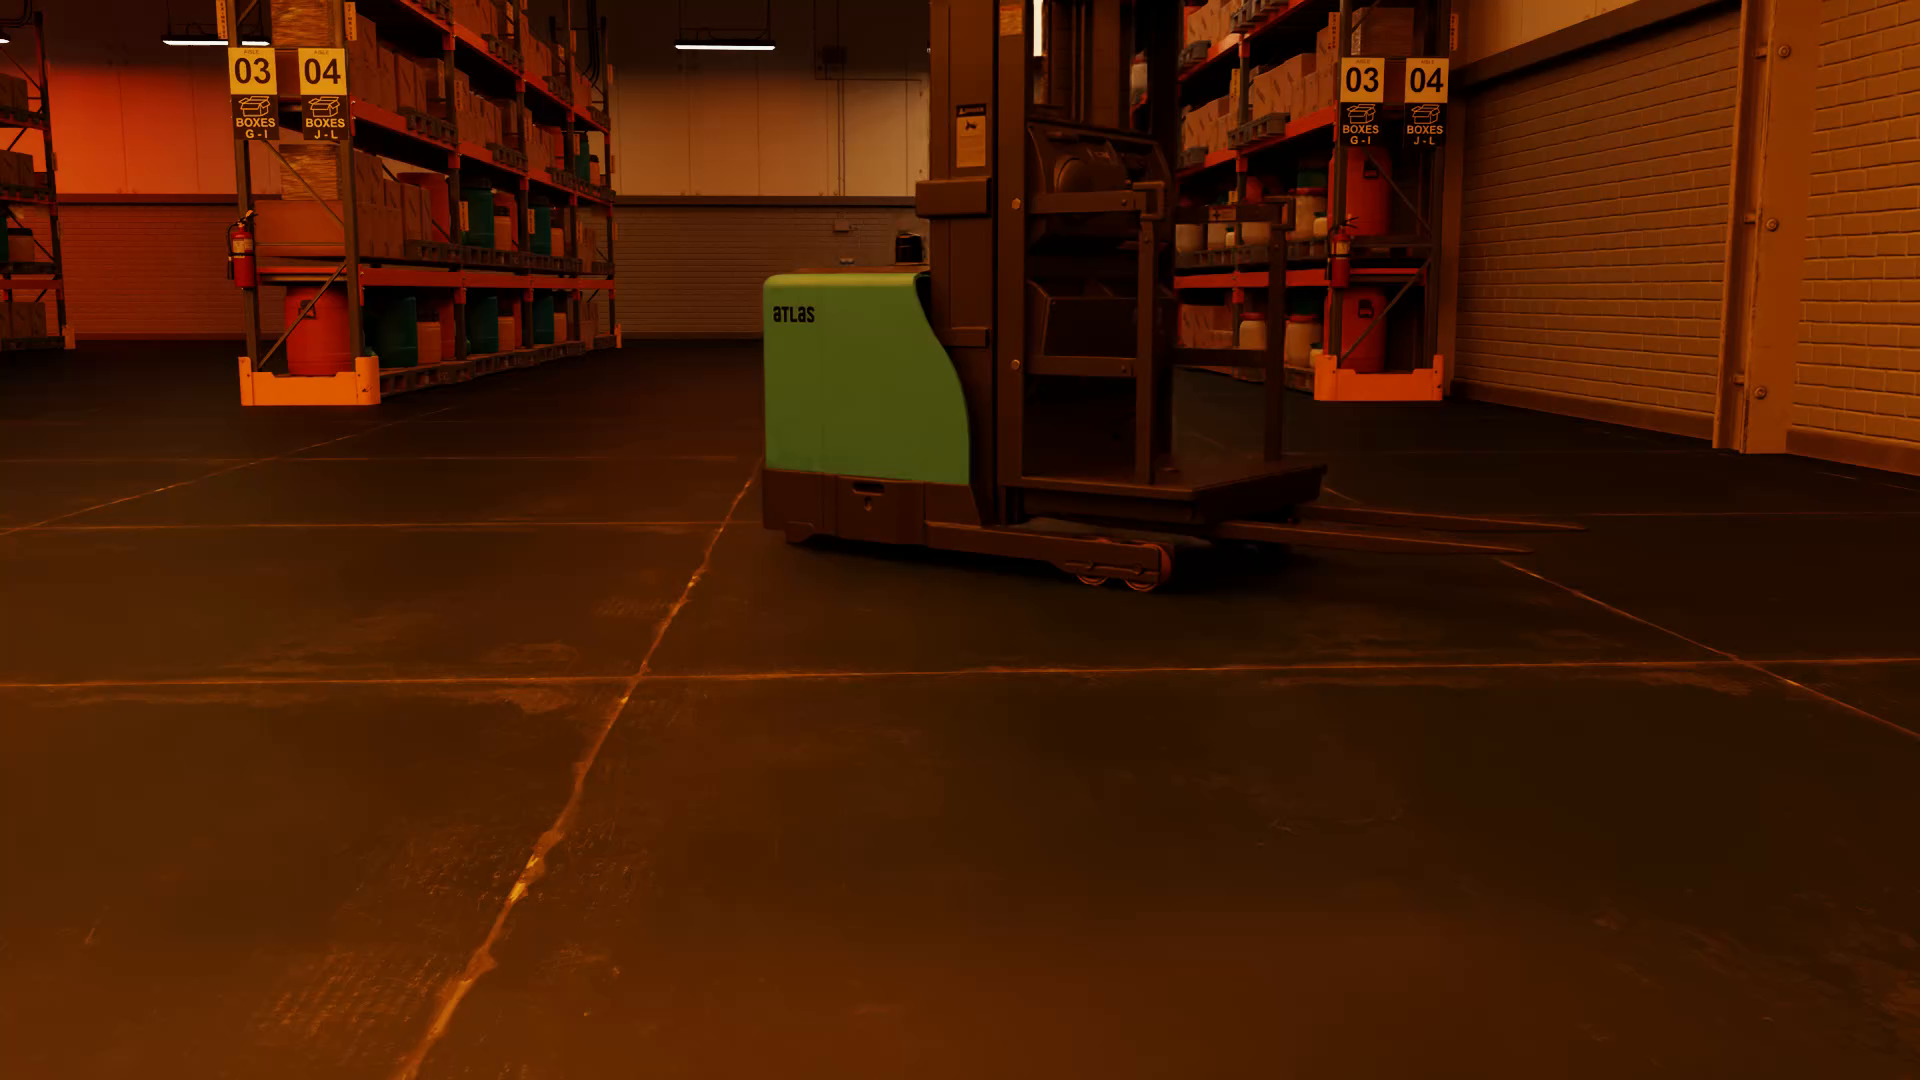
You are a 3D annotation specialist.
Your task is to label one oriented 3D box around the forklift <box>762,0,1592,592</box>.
[{"bbox_3d":[0.699,-1.362,6.003,3.031,2.935,1.130,6,10,35],"label":"forklift"}]
